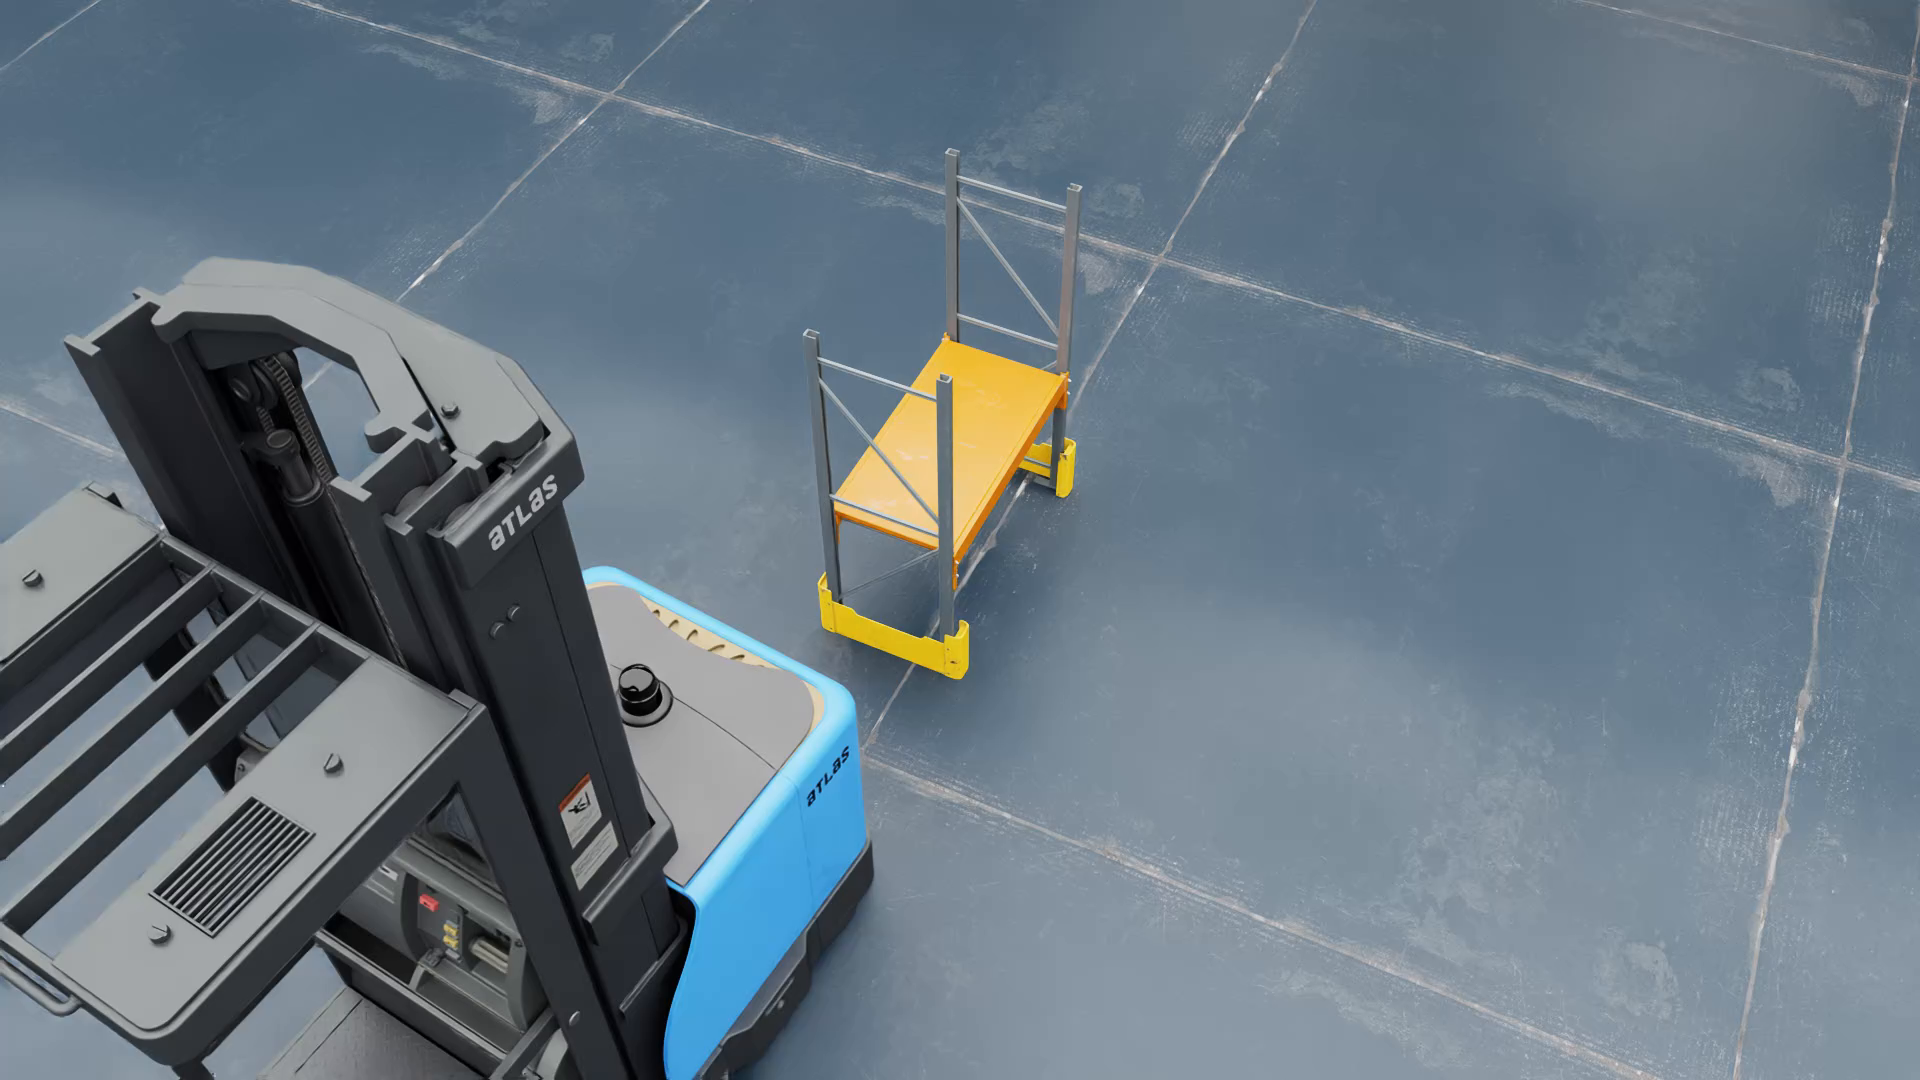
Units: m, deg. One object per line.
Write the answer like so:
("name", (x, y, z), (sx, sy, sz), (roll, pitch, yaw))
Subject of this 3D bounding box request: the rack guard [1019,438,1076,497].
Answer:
("rack guard", (0.180, -0.371, 6.717), (0.587, 0.250, 0.087), (20, 52, 16))

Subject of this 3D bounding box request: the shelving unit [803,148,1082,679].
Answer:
("shelving unit", (-0.033, -0.434, 5.949), (0.587, 1.500, 1.083), (20, 52, 16))

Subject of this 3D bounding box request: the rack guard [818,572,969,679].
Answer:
("rack guard", (-0.245, 0.314, 6.133), (0.587, 0.250, 0.087), (20, 52, 16))

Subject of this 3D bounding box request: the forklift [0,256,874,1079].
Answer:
("forklift", (-1.487, 0.951, 3.831), (1.130, 2.935, 3.031), (25, 54, 20))

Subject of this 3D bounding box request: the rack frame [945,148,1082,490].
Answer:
("rack frame", (0.181, -0.777, 6.242), (0.500, 1.500, 0.032), (20, 52, 16))

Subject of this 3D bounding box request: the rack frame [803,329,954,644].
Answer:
("rack frame", (-0.254, -0.077, 5.646), (0.500, 1.500, 0.032), (20, 52, 16))

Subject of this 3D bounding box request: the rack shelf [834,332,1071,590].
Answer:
("rack shelf", (-0.036, -0.311, 6.081), (0.538, 0.185, 1.000), (20, 52, 16))
